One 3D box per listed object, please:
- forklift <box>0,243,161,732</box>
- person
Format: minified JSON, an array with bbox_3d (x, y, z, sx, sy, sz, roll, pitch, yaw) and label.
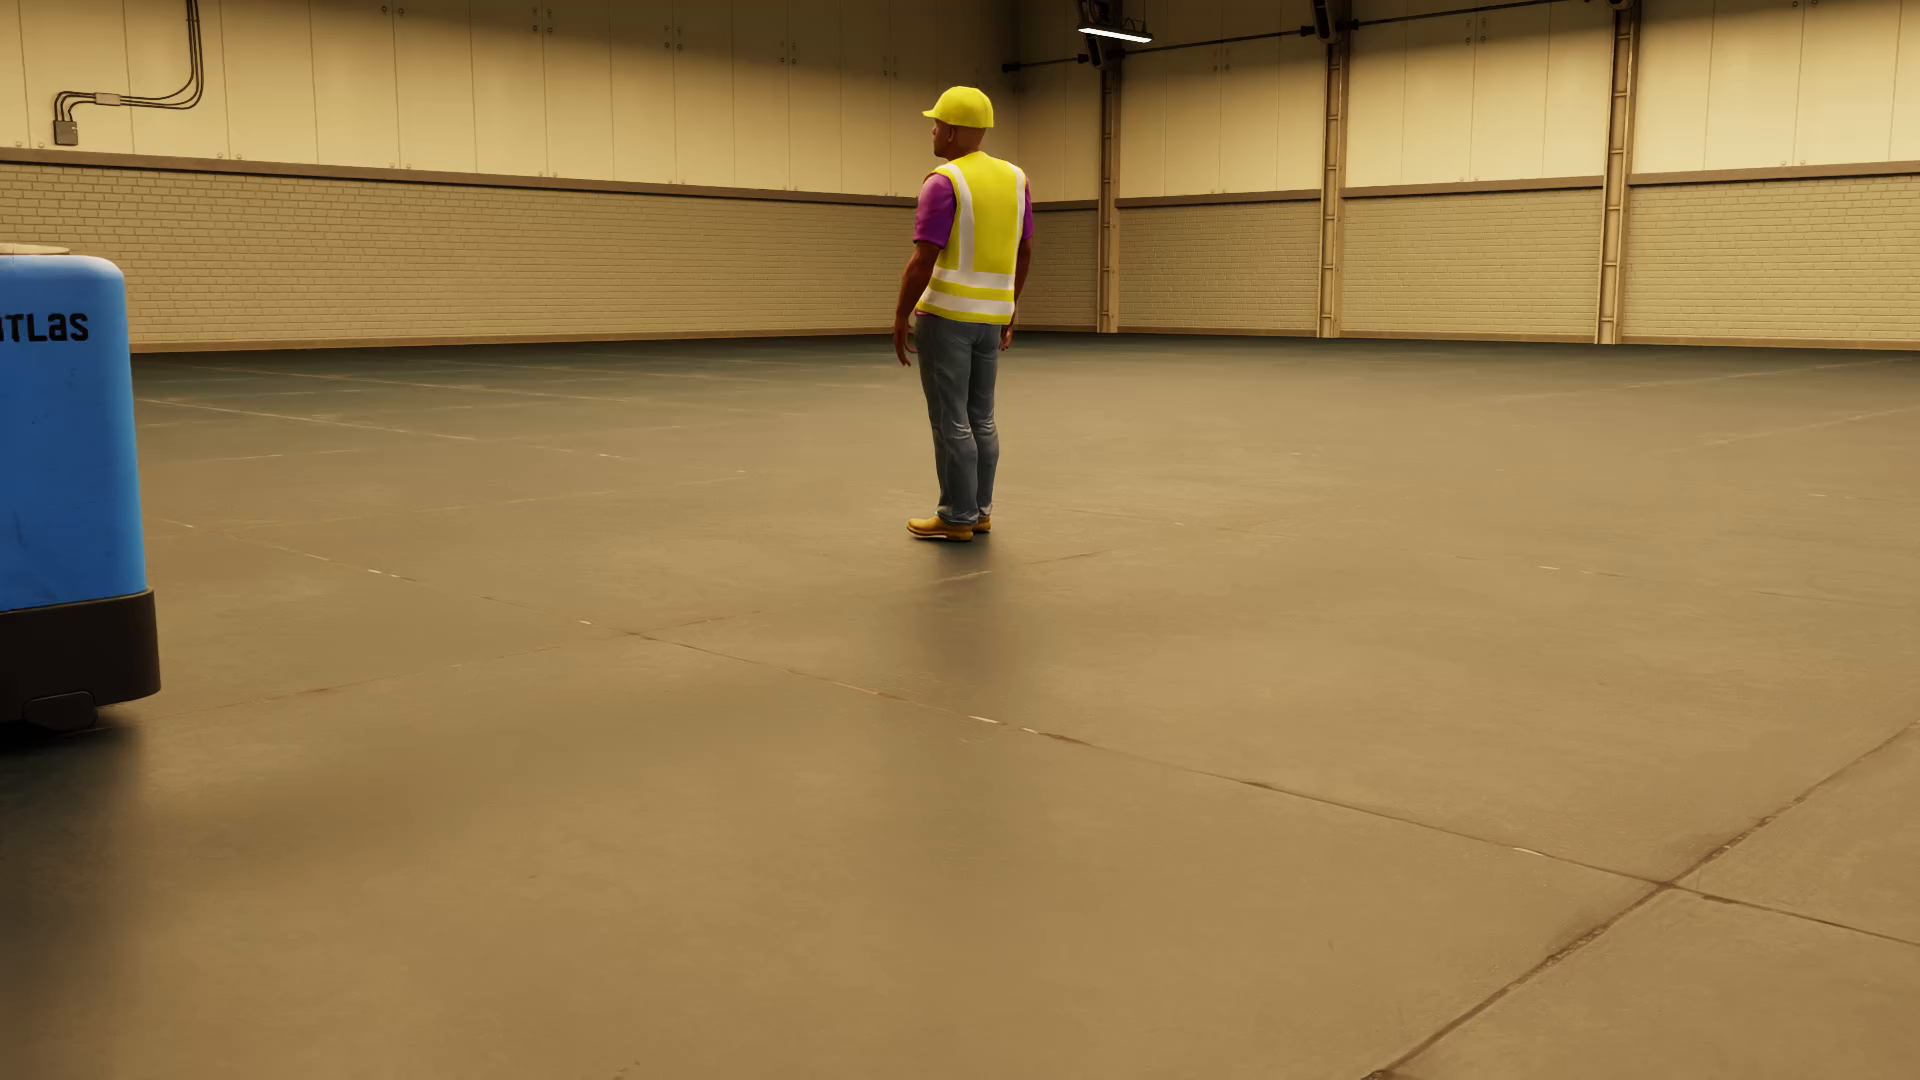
[{"bbox_3d":[-3.229,-0.908,2.902,1.130,2.935,3.031,8,11,42],"label":"forklift"},{"bbox_3d":[-0.046,-0.889,6.637,0.575,1.768,0.665,8,12,43],"label":"person"}]
